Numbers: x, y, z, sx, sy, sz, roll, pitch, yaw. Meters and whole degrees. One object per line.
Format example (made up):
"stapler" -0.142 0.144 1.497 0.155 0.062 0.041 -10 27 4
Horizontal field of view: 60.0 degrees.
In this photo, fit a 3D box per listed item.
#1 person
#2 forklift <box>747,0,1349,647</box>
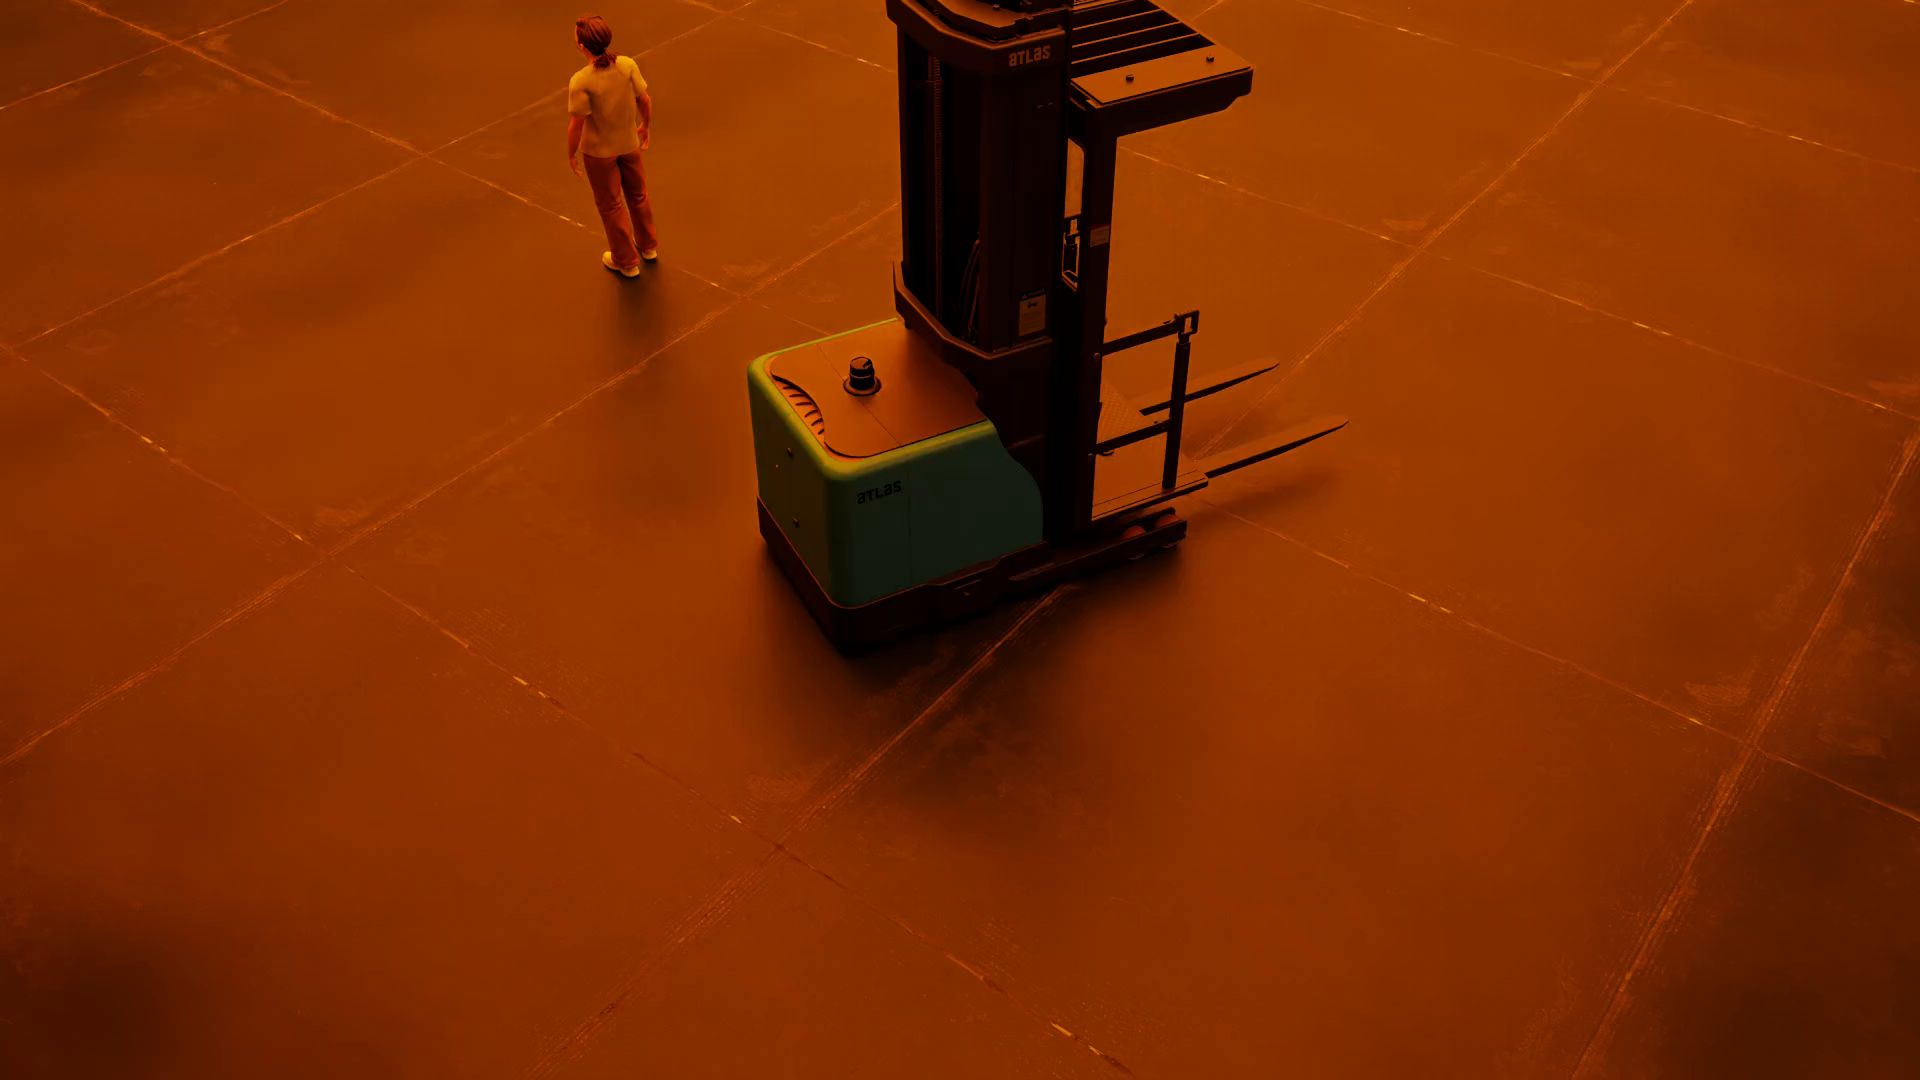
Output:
"person" -2.073 -2.321 9.754 0.555 1.673 0.549 -26 47 -28
"forklift" 0.550 -1.304 7.603 3.031 2.935 1.130 -19 44 -21
